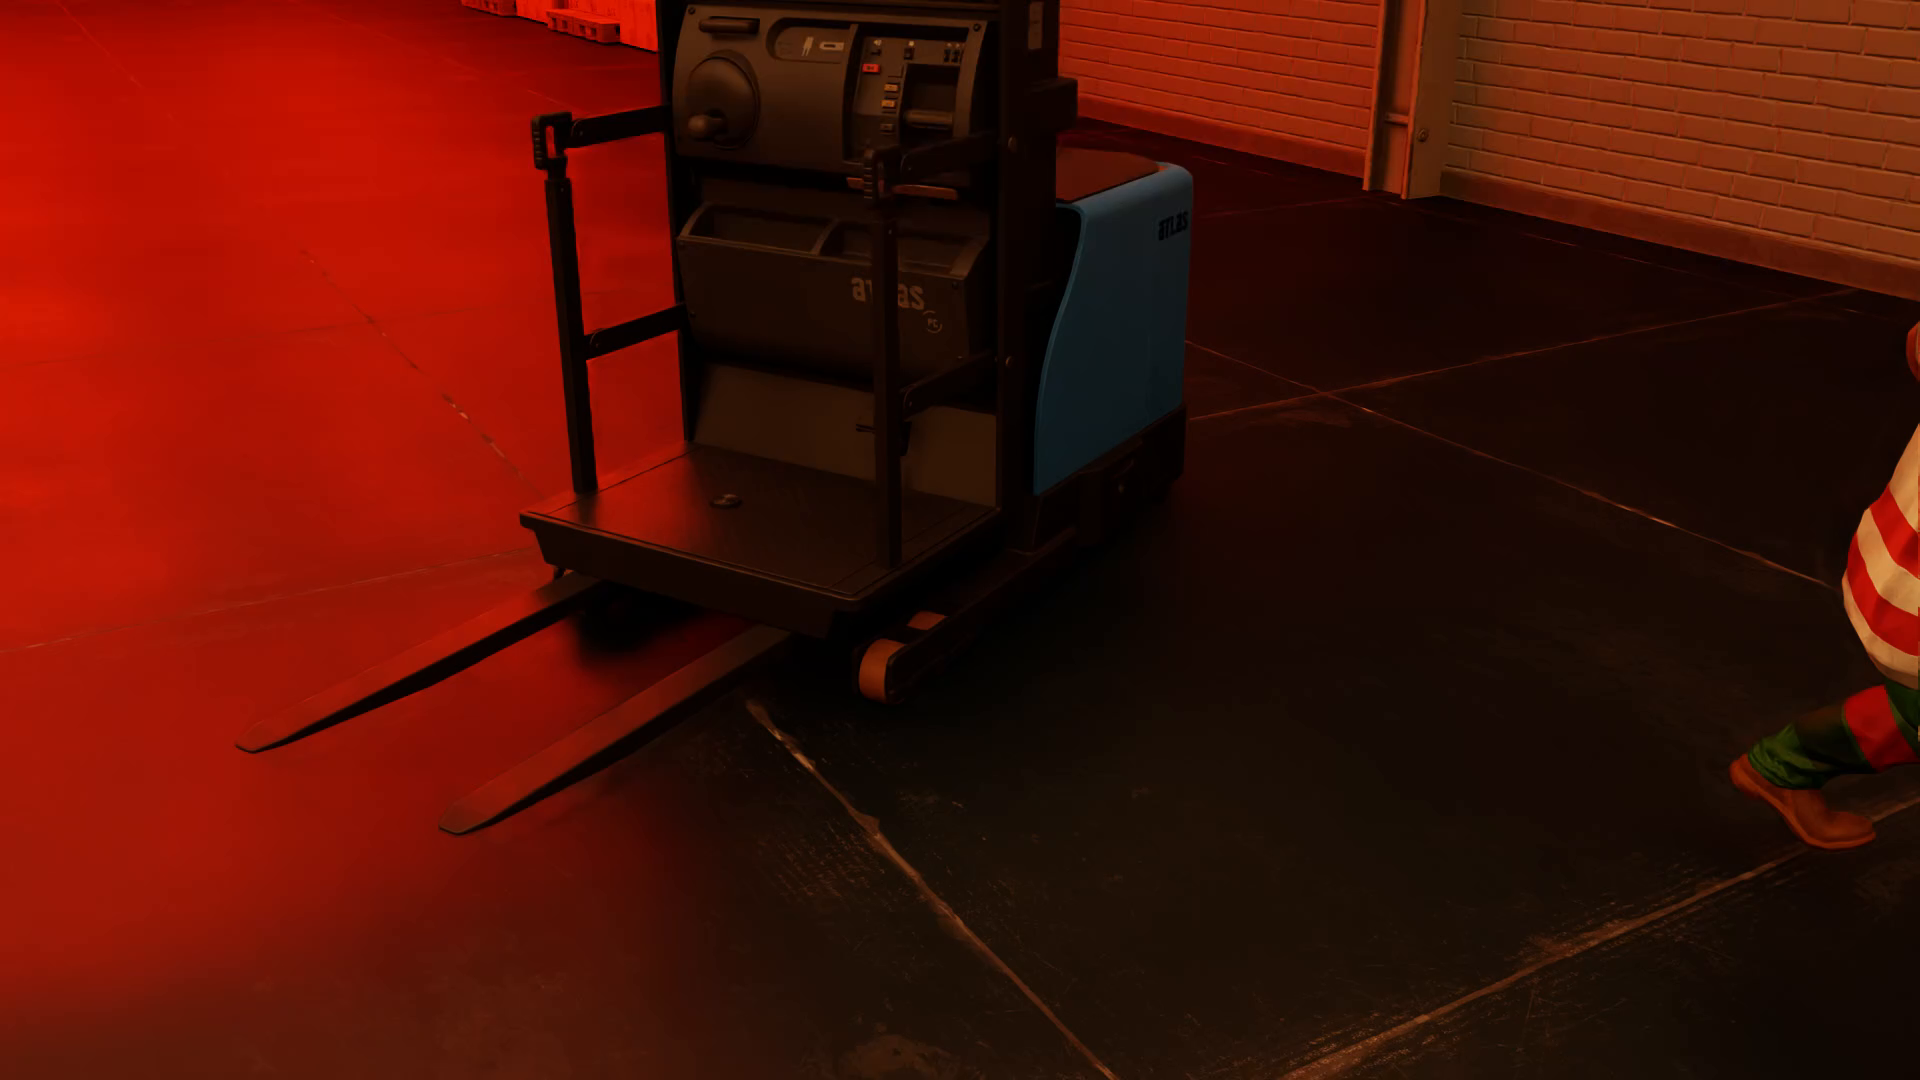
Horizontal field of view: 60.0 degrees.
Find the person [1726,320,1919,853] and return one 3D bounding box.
[{"bbox_3d":[1.694,0.173,2.675,0.526,1.676,1.204,6,23,15],"label":"person"}]

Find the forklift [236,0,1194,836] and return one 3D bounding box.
[{"bbox_3d":[-0.456,-1.145,4.063,1.130,2.935,3.031,13,26,29],"label":"forklift"}]
